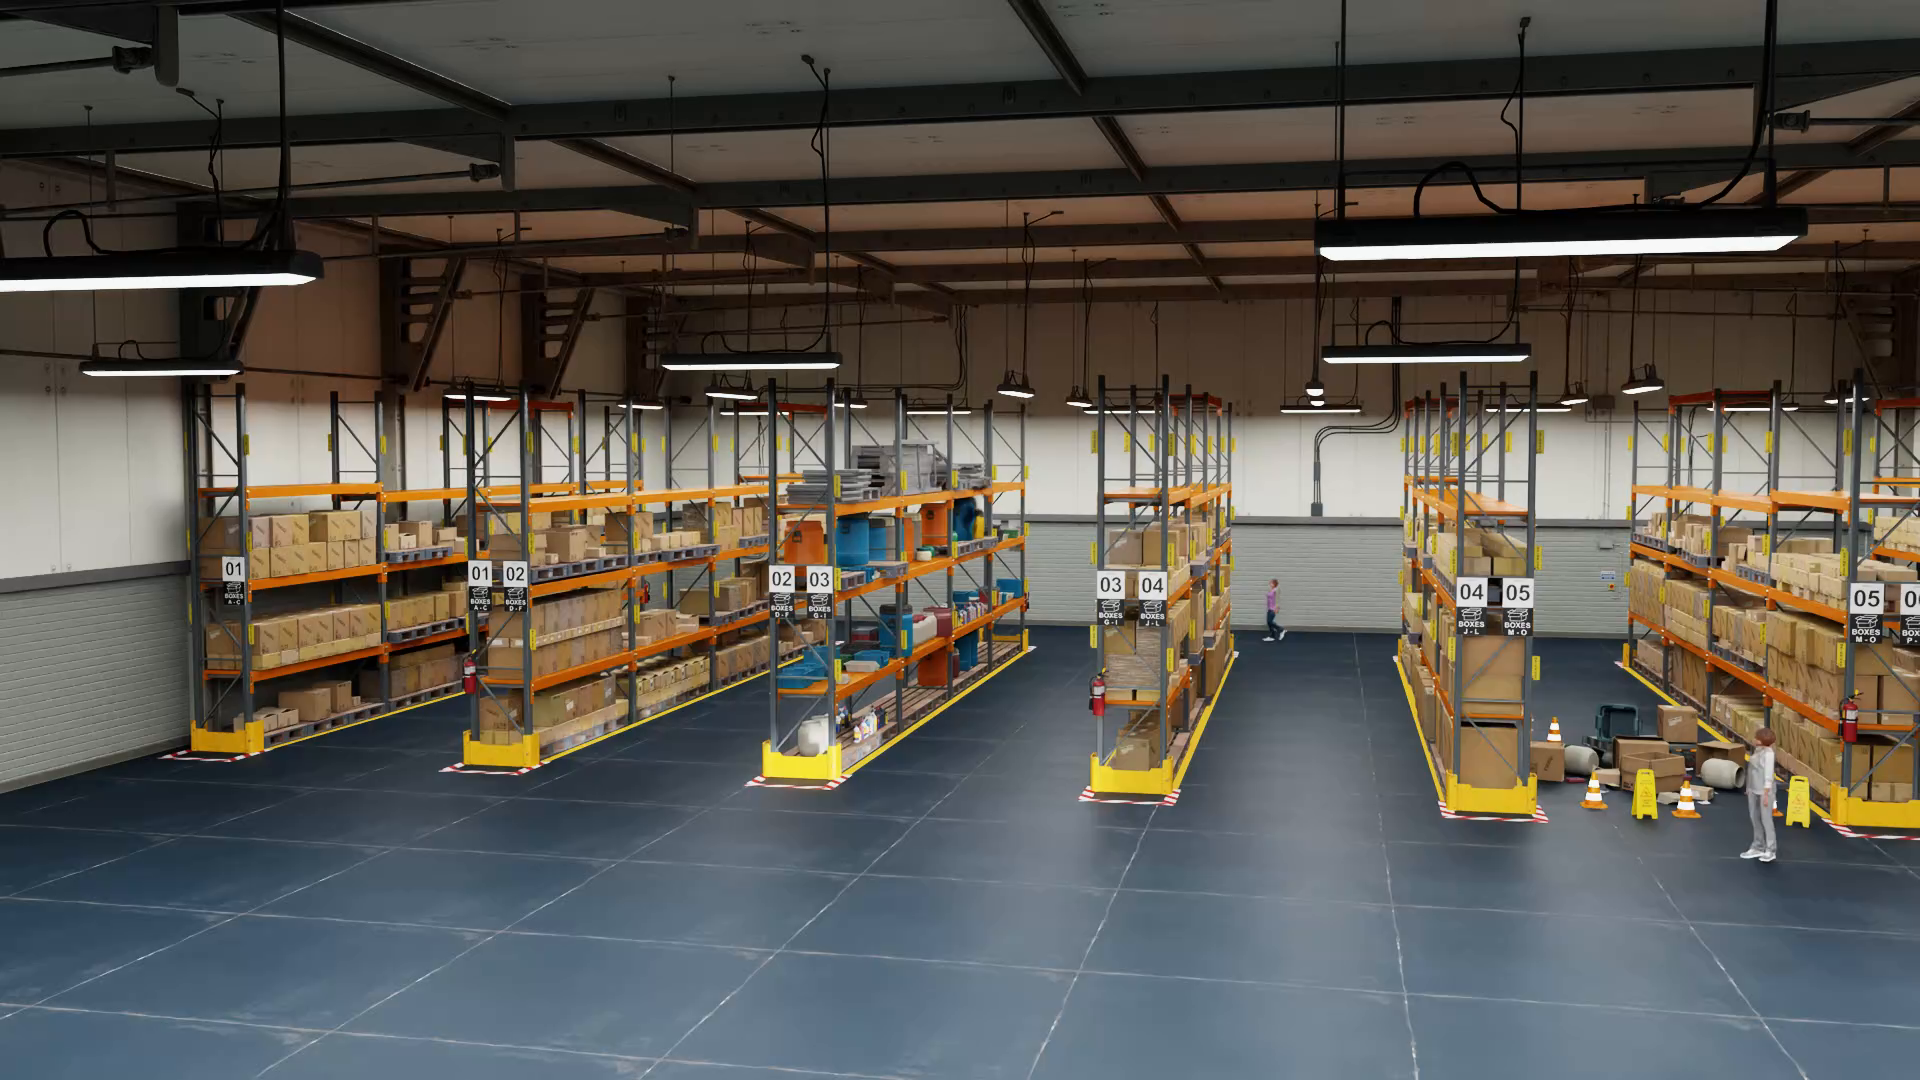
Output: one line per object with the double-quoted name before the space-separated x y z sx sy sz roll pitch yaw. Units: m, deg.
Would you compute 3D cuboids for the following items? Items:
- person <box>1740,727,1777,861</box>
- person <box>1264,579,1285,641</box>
"person" 9.659 3.065 20.053 0.364 1.614 0.492 -1 3 -10
"person" 7.992 1.778 42.286 0.504 1.596 0.411 0 3 -4
